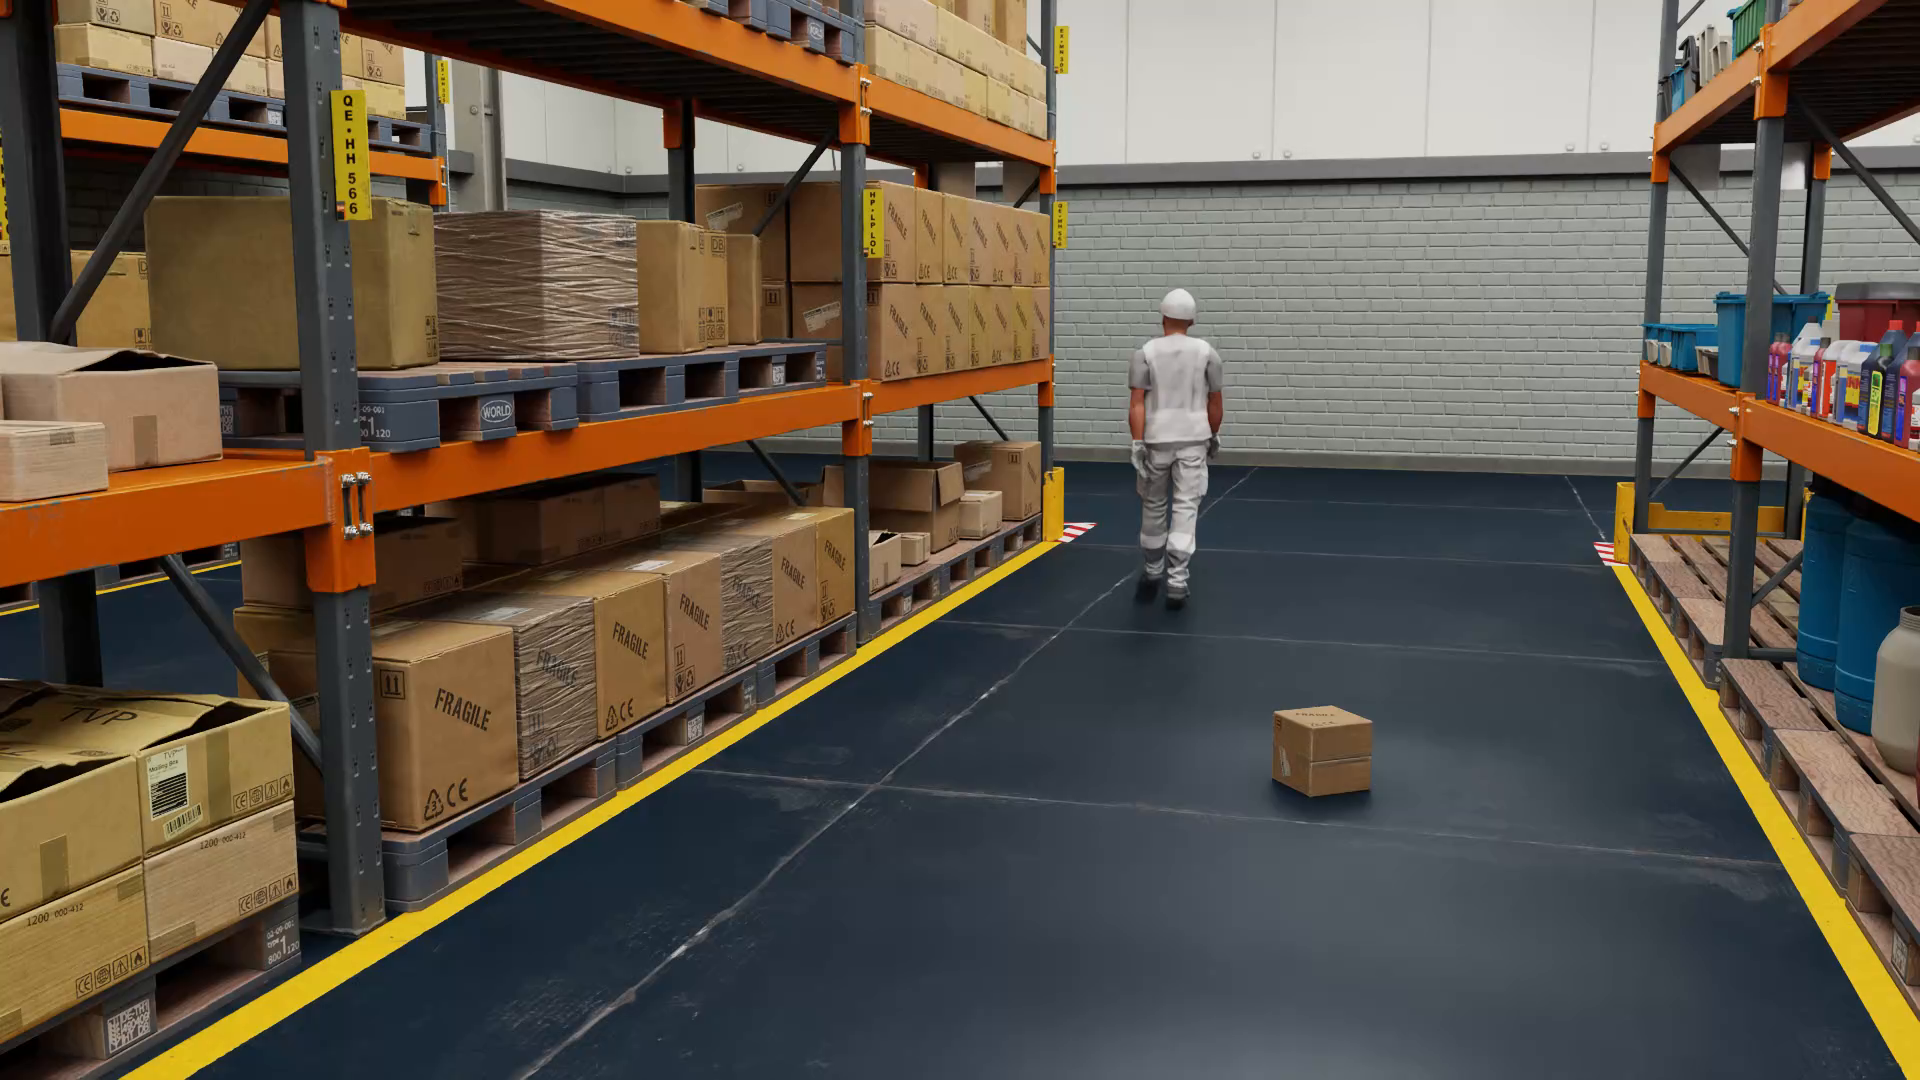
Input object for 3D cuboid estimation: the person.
[{"bbox_3d":[1.253,-0.579,9.617,0.528,1.731,0.977,1,8,10],"label":"person"}]
